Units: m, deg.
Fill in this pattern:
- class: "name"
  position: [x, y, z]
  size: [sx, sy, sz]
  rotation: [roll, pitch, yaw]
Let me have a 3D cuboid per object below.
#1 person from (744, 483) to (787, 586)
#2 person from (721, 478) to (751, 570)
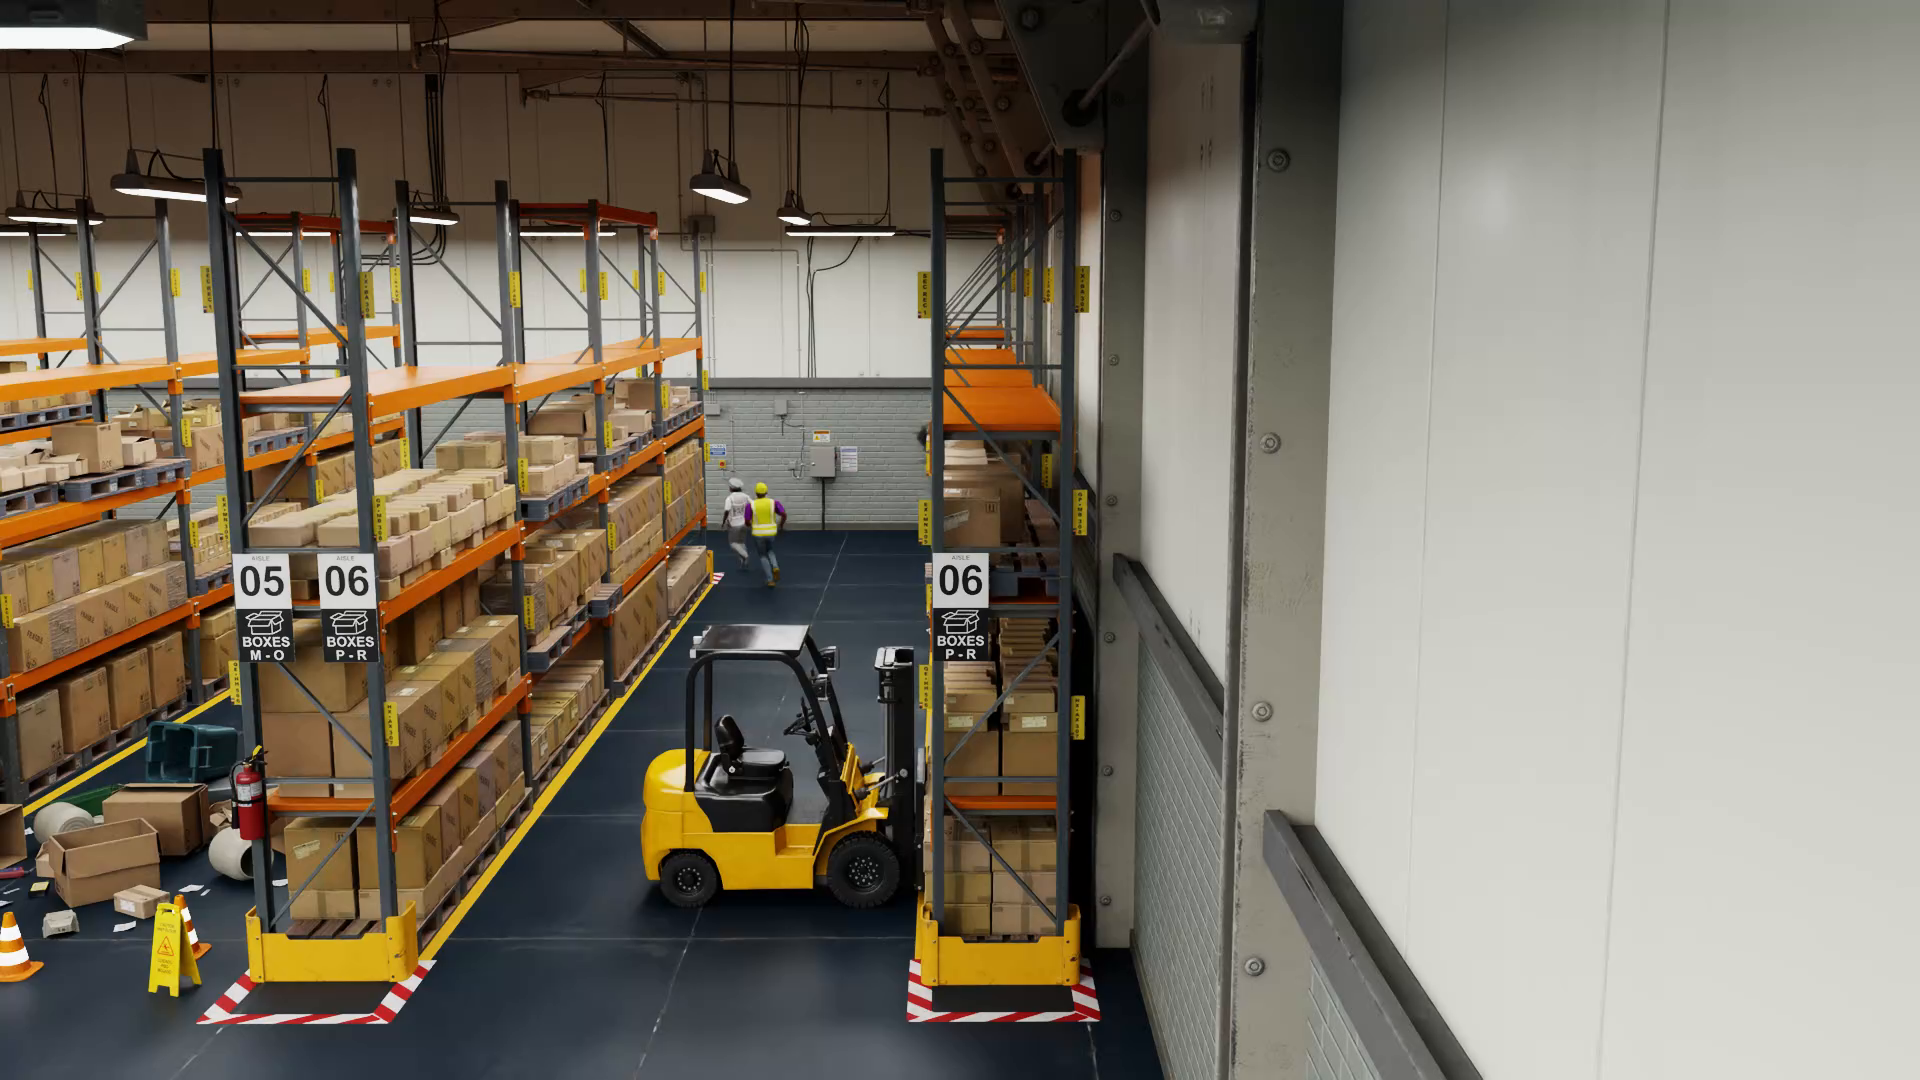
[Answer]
- class: "person"
  position: [-3.273, -0.112, 27.705]
  size: [0.676, 1.712, 0.600]
  rotation: [-3, 10, -20]
- class: "person"
  position: [-3.886, -0.265, 29.007]
  size: [0.640, 1.654, 0.487]
  rotation: [-8, 12, -41]
